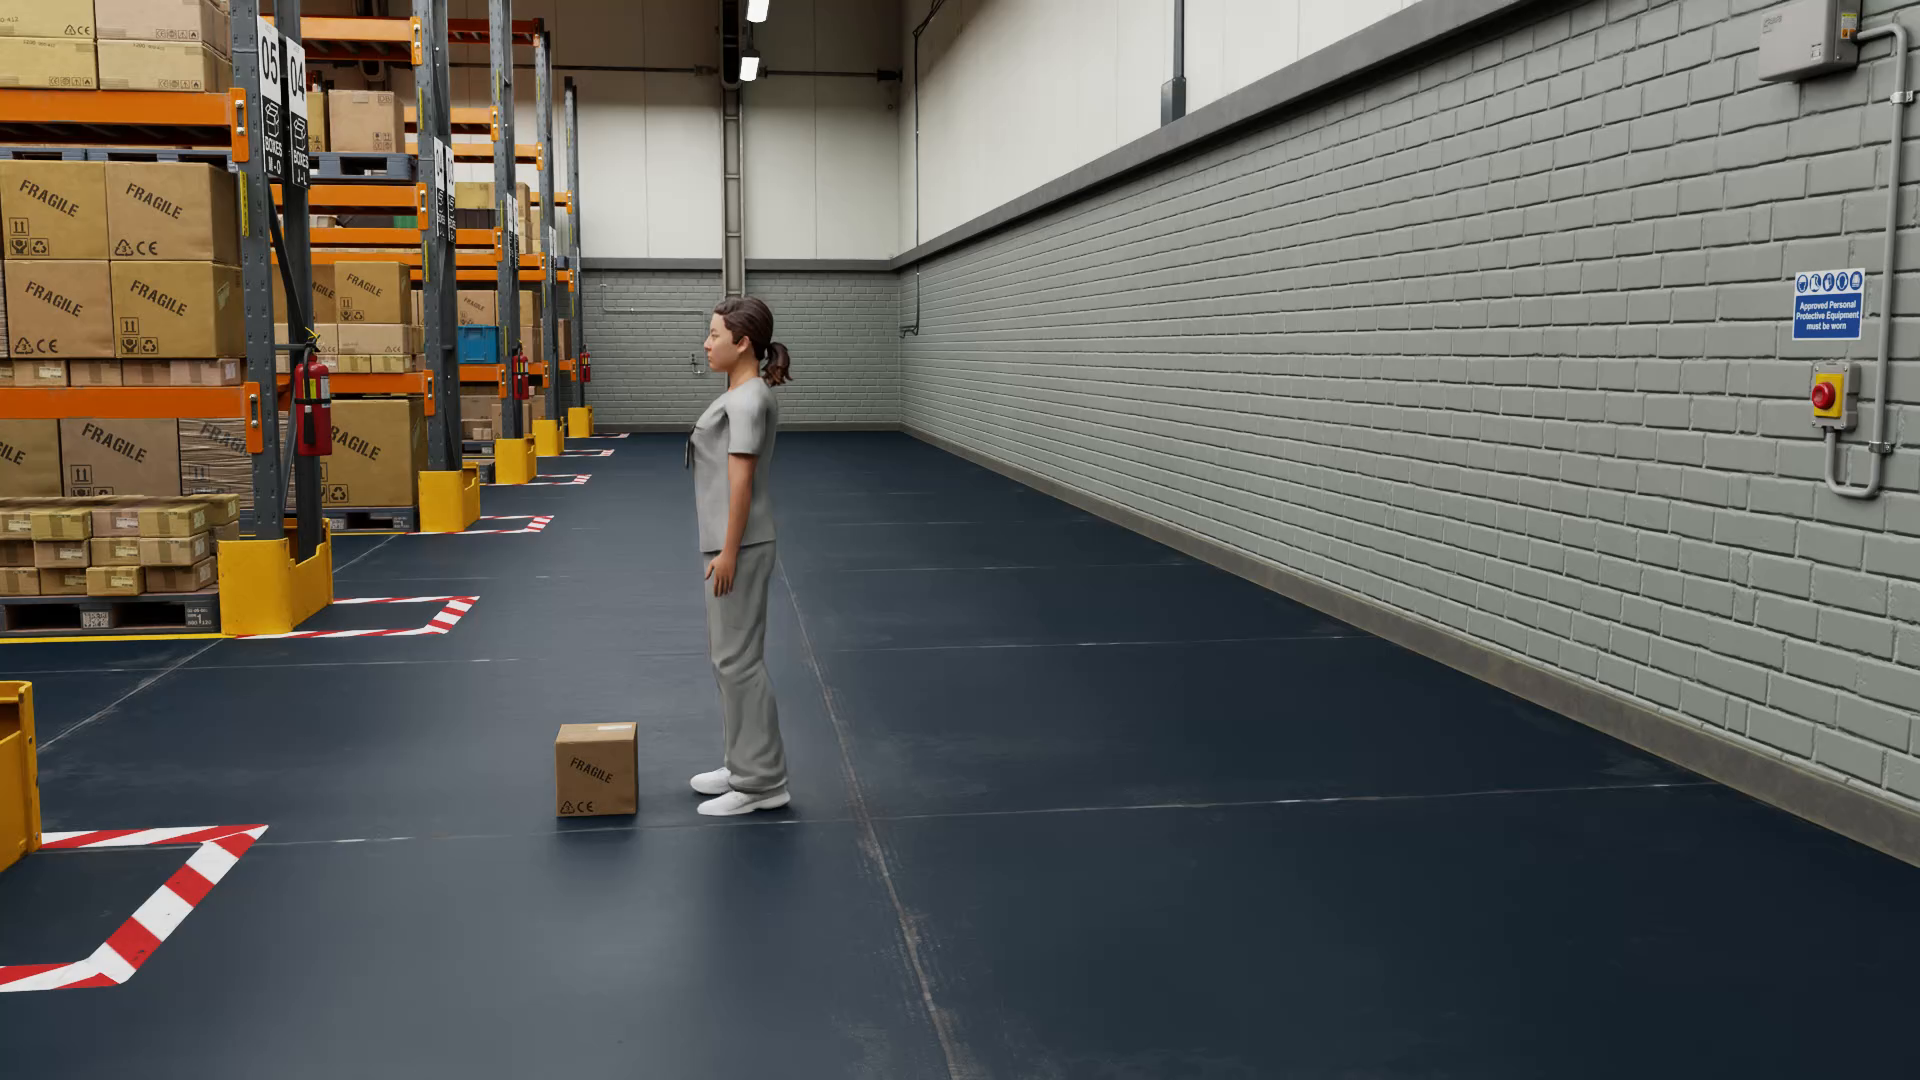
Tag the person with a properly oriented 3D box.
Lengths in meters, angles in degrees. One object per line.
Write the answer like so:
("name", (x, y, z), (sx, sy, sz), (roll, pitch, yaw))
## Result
("person", (-0.728, 0.054, 5.461), (0.348, 1.689, 0.438), (-1, 7, -7))
